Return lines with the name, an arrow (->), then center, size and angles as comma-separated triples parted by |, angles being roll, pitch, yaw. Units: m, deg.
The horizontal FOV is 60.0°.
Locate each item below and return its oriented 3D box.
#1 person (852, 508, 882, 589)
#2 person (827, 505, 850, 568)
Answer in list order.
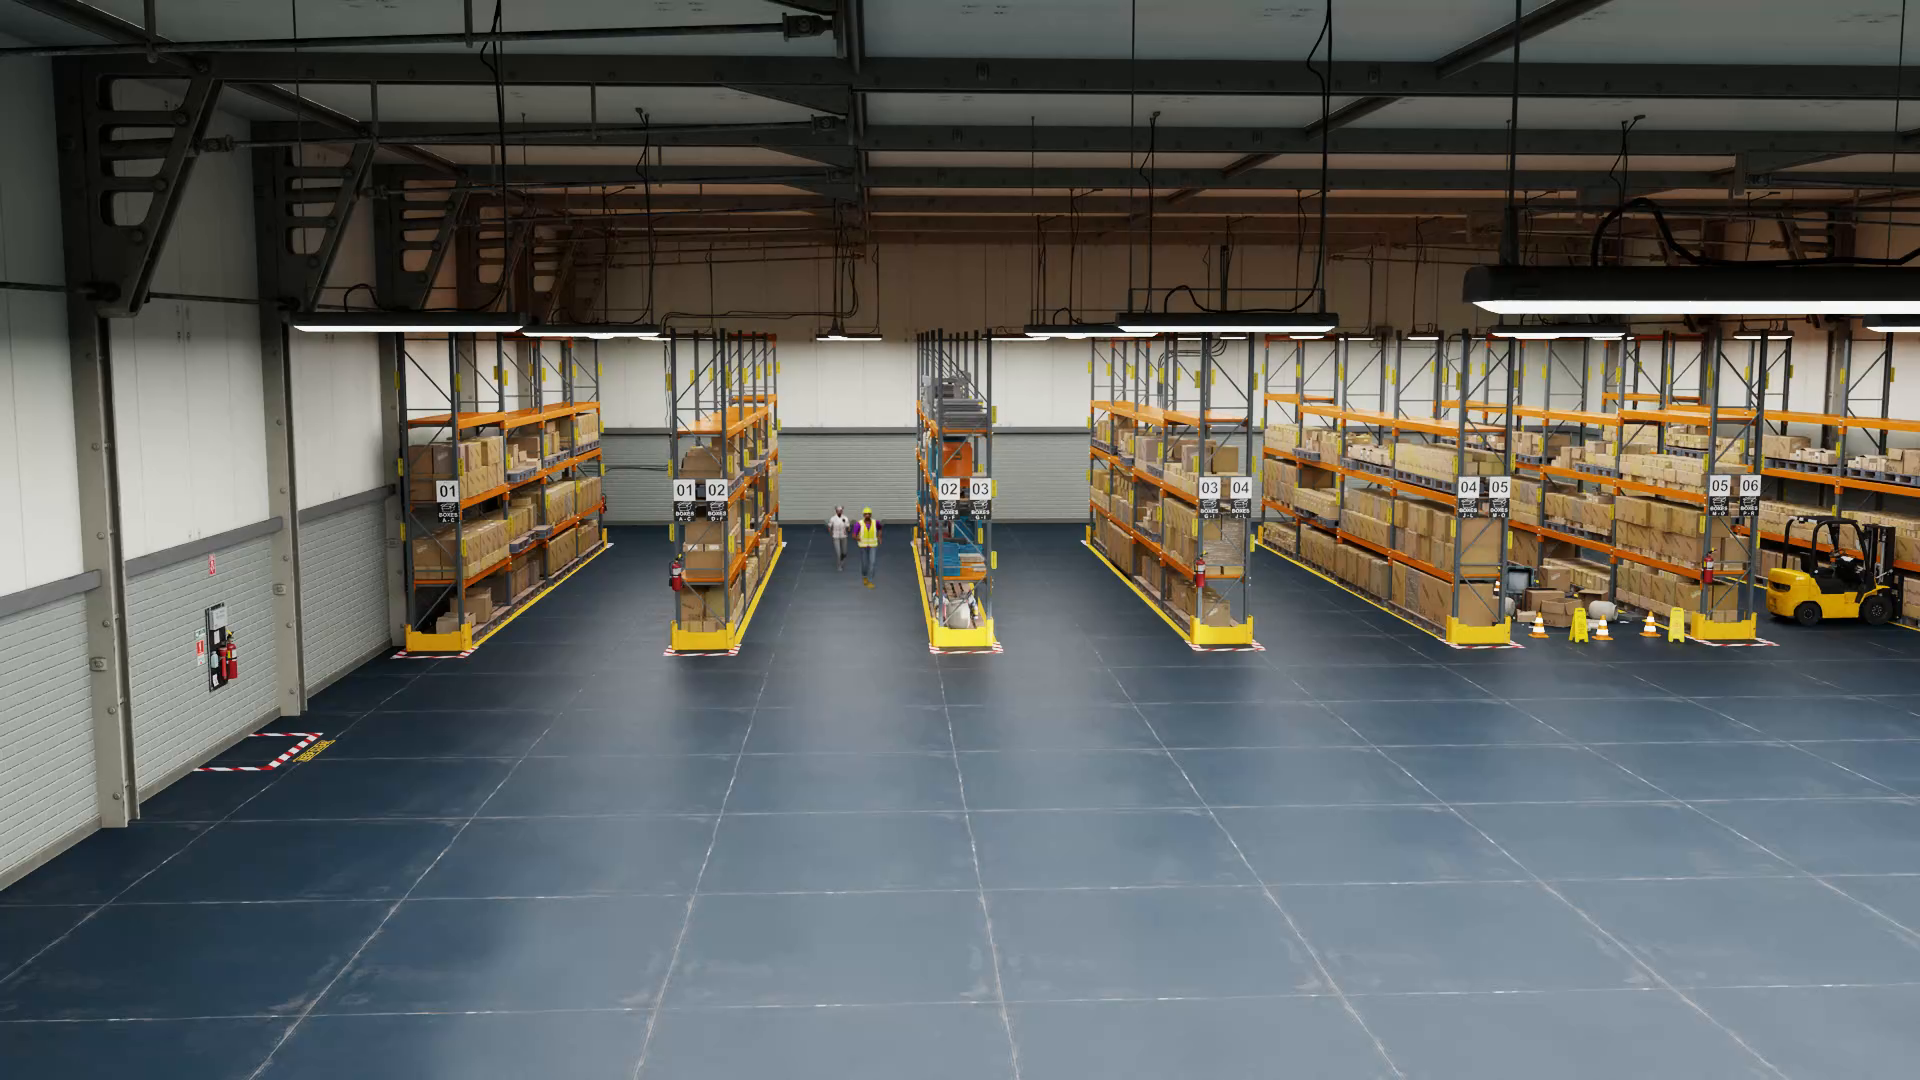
person -> -2.063, 0.167, 37.214 | 0.700, 1.783, 0.887 | -1, 7, -8
person -> -3.066, -0.179, 42.145 | 0.580, 1.428, 0.602 | -1, 7, -10
